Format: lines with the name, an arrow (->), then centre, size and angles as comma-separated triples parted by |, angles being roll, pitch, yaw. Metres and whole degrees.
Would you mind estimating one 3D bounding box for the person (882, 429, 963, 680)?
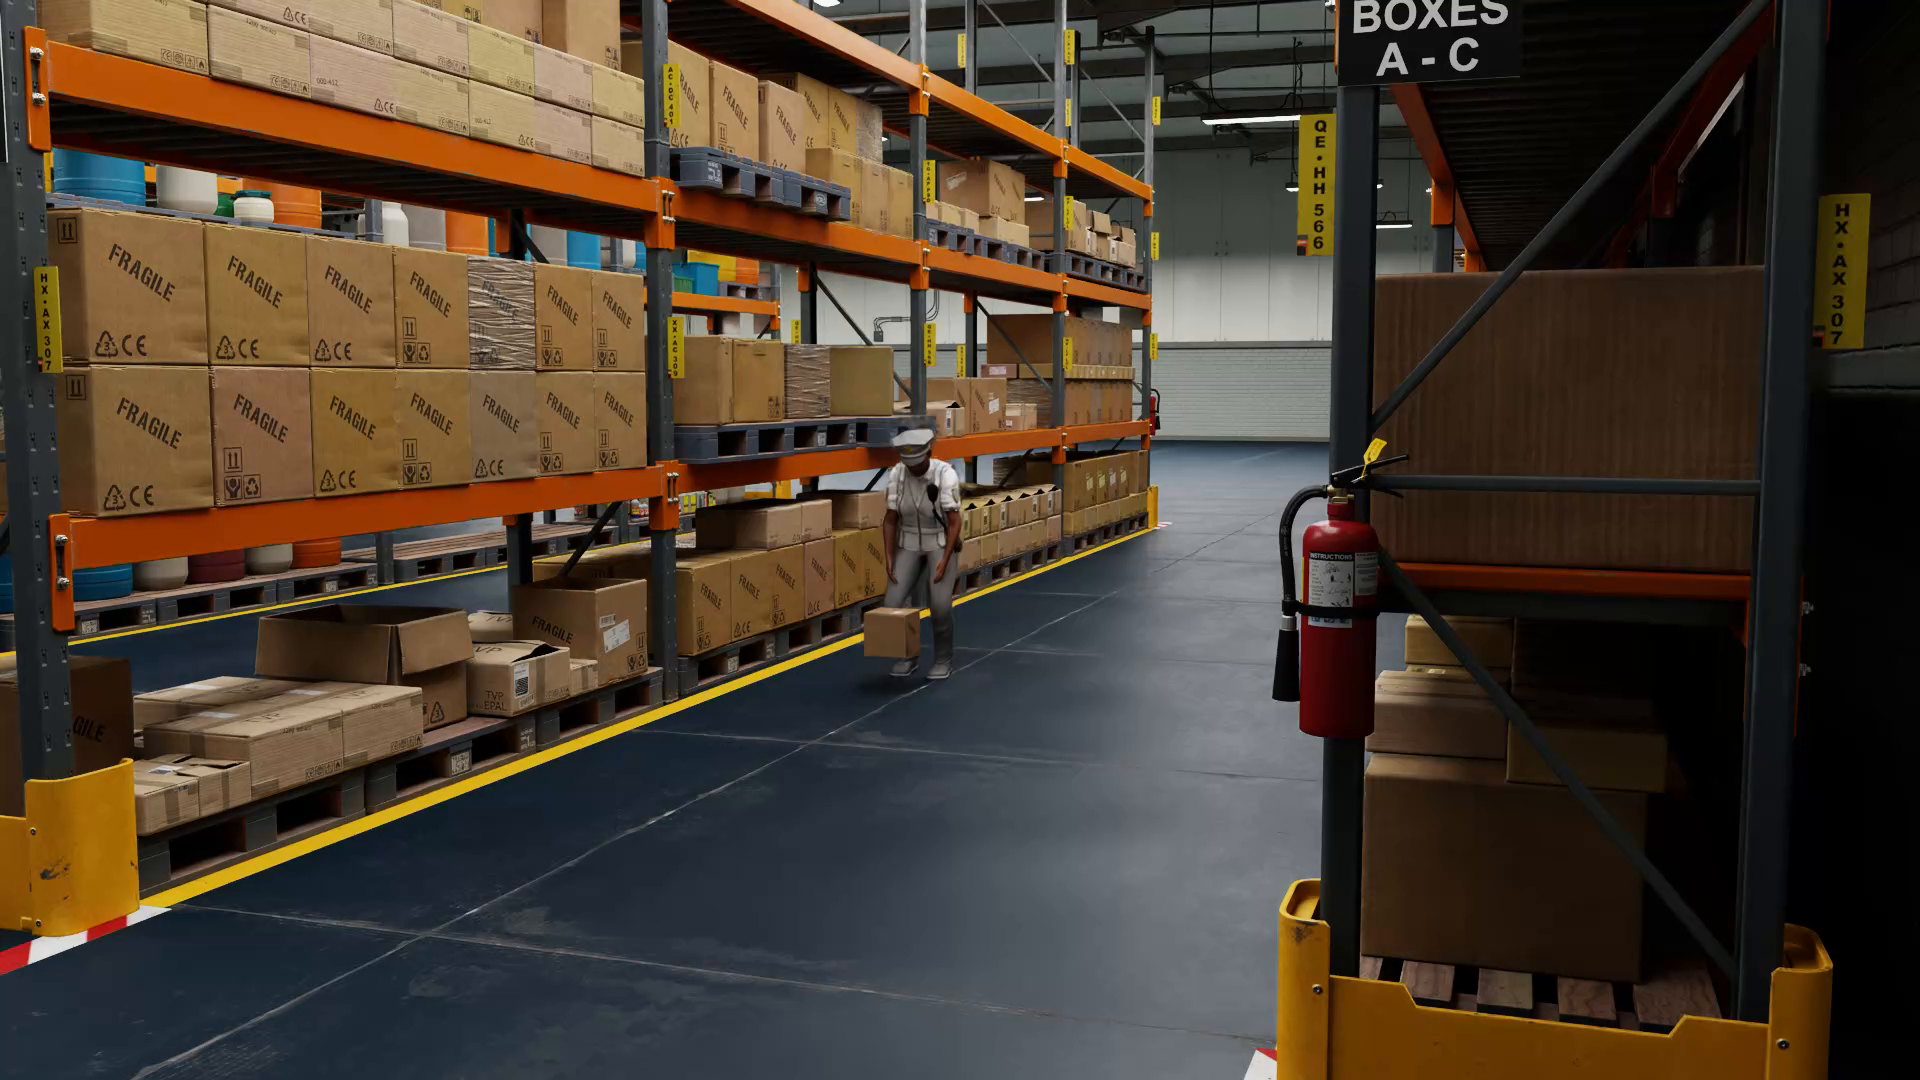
person -> -0.208, 0.084, 9.870 | 0.490, 1.487, 0.628 | 2, 6, 20
